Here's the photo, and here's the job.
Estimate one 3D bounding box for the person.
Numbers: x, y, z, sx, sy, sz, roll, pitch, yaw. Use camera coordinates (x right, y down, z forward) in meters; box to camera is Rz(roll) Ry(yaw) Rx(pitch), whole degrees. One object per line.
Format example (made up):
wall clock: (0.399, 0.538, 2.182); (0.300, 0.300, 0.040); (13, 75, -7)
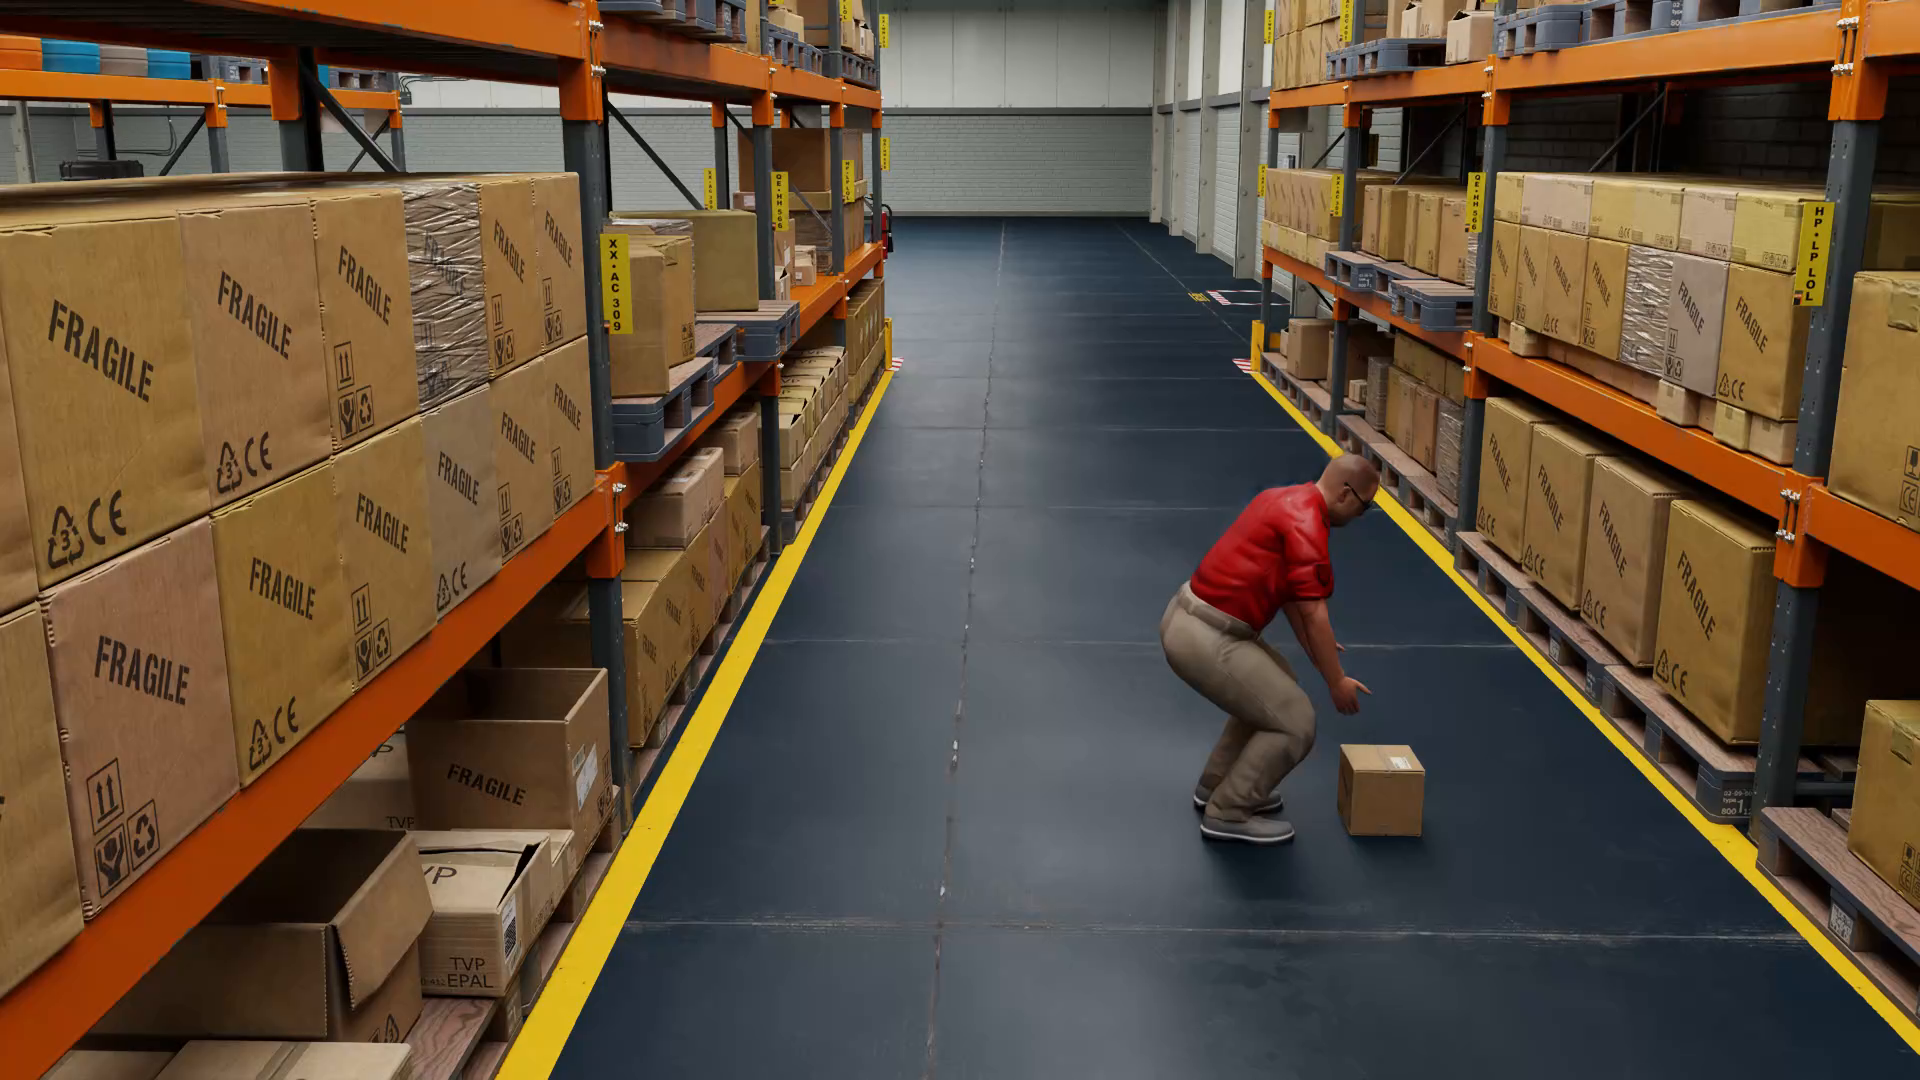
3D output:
person: (1.076, 0.358, 5.885); (0.741, 1.349, 0.590); (0, 14, 2)
